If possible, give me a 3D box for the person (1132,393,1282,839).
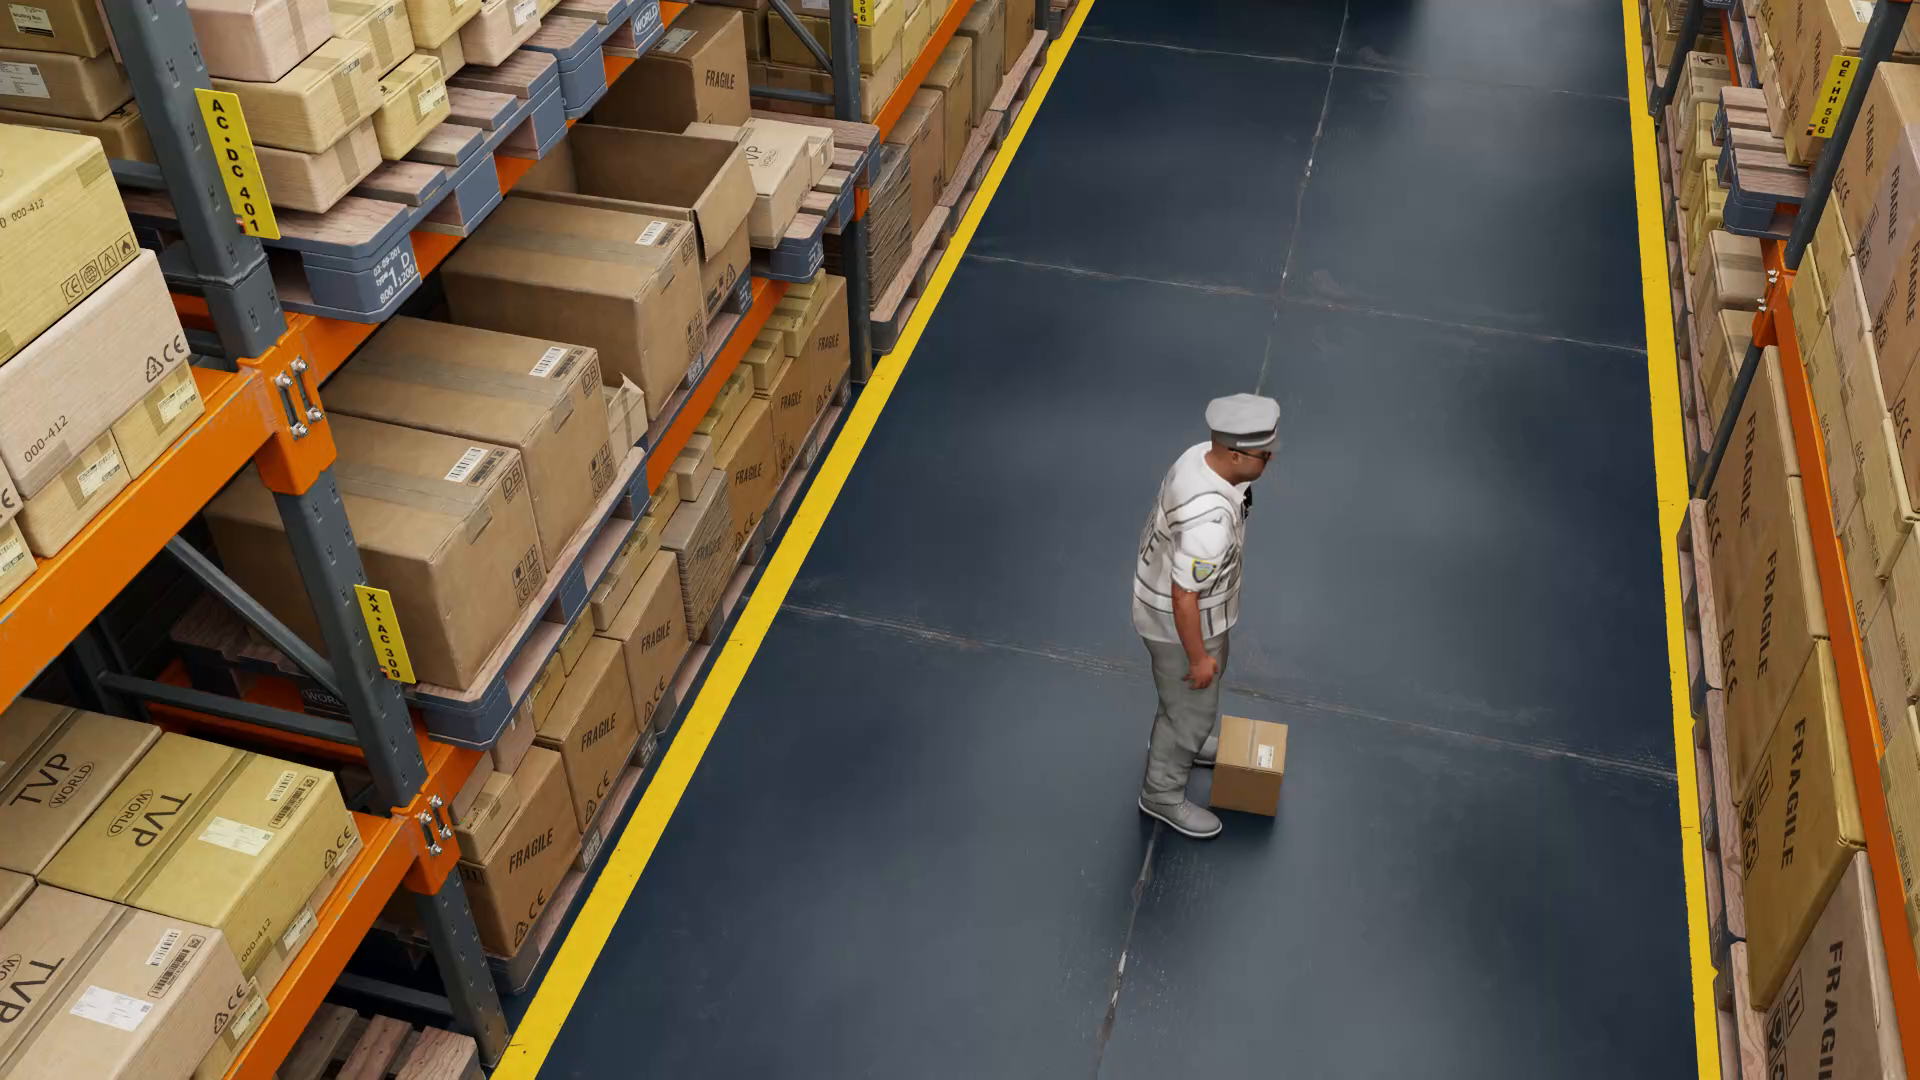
[{"bbox_3d":[0.822,0.249,5.864,0.437,1.747,0.596,8,41,9],"label":"person"}]
